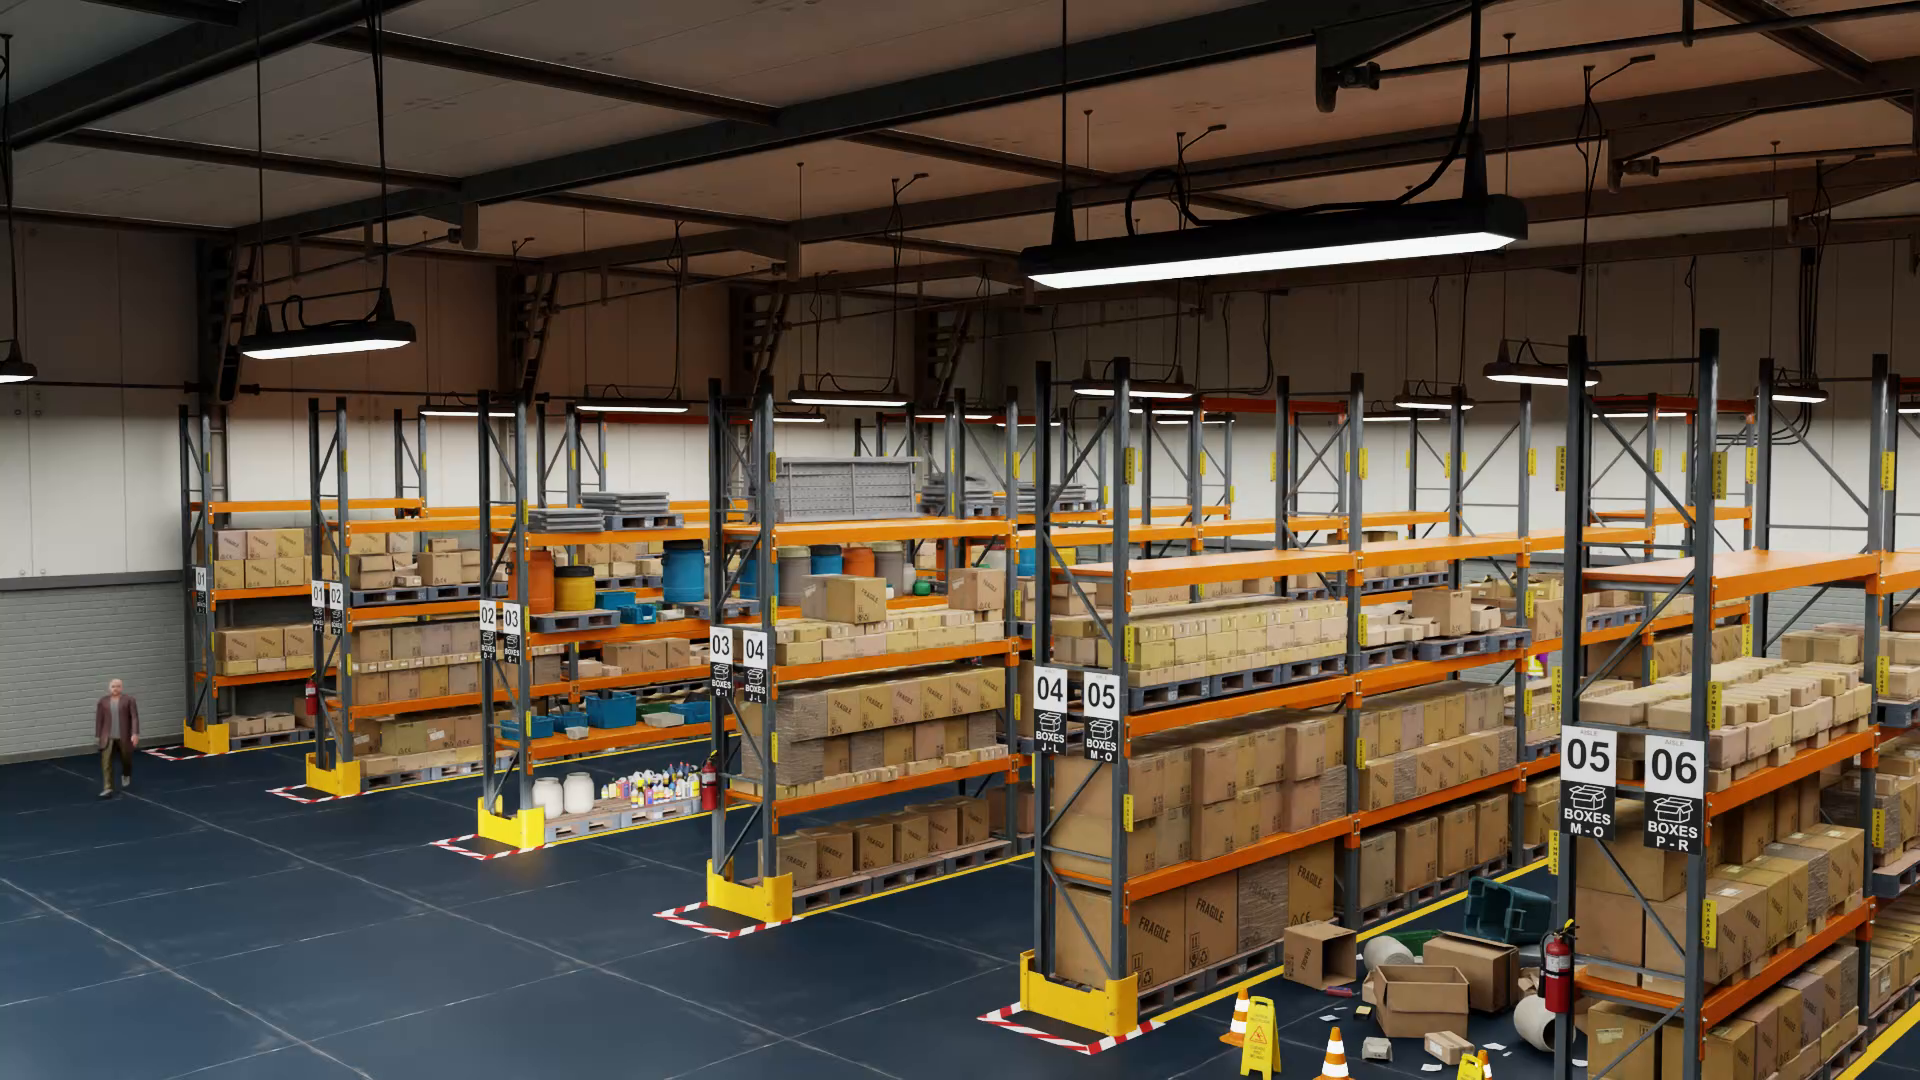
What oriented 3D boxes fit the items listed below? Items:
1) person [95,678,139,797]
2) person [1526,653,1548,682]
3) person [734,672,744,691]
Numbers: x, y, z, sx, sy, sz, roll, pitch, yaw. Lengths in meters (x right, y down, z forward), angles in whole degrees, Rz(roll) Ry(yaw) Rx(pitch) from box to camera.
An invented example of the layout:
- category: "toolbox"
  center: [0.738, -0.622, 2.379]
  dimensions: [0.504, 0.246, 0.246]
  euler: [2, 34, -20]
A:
- category: "person"
  center: [-12.774, 3.012, 25.202]
  dimensions: [0.631, 1.640, 1.053]
  euler: [-1, 3, -20]
- category: "person"
  center: [11.065, 2.595, 32.095]
  dimensions: [1.098, 1.699, 0.622]
  euler: [-1, 3, -11]
- category: "person"
  center: [-4.318, 2.512, 33.464]
  dimensions: [0.588, 1.769, 0.867]
  euler: [2, 3, 28]
